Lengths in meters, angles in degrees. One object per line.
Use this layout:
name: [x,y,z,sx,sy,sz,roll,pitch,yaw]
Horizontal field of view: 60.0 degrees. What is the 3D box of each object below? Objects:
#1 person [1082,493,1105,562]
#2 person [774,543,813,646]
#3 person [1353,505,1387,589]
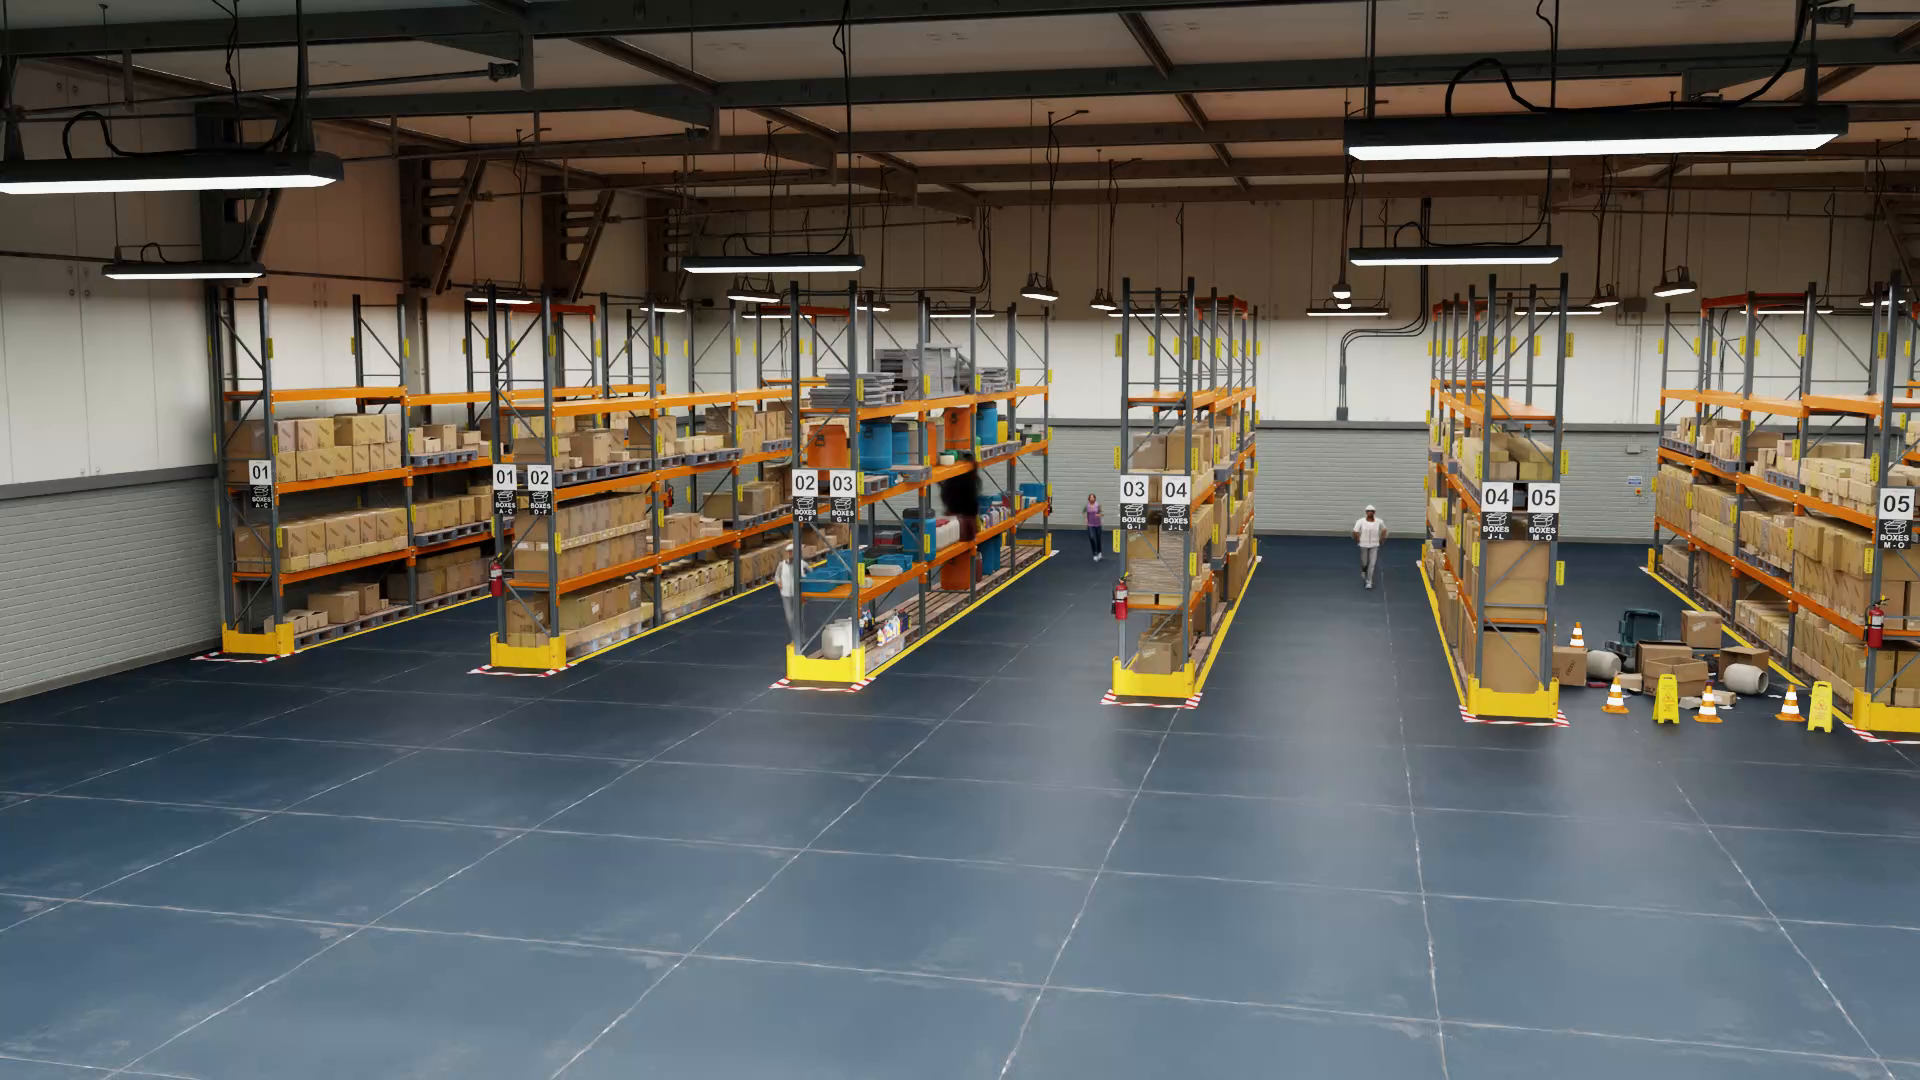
person: [3.150,-0.300,39.325,0.536,1.631,0.694,1,7,5]
person: [-2.815,0.925,27.953,0.661,1.747,0.638,1,7,9]
person: [8.594,0.134,34.878,0.701,1.747,0.880,1,7,10]
